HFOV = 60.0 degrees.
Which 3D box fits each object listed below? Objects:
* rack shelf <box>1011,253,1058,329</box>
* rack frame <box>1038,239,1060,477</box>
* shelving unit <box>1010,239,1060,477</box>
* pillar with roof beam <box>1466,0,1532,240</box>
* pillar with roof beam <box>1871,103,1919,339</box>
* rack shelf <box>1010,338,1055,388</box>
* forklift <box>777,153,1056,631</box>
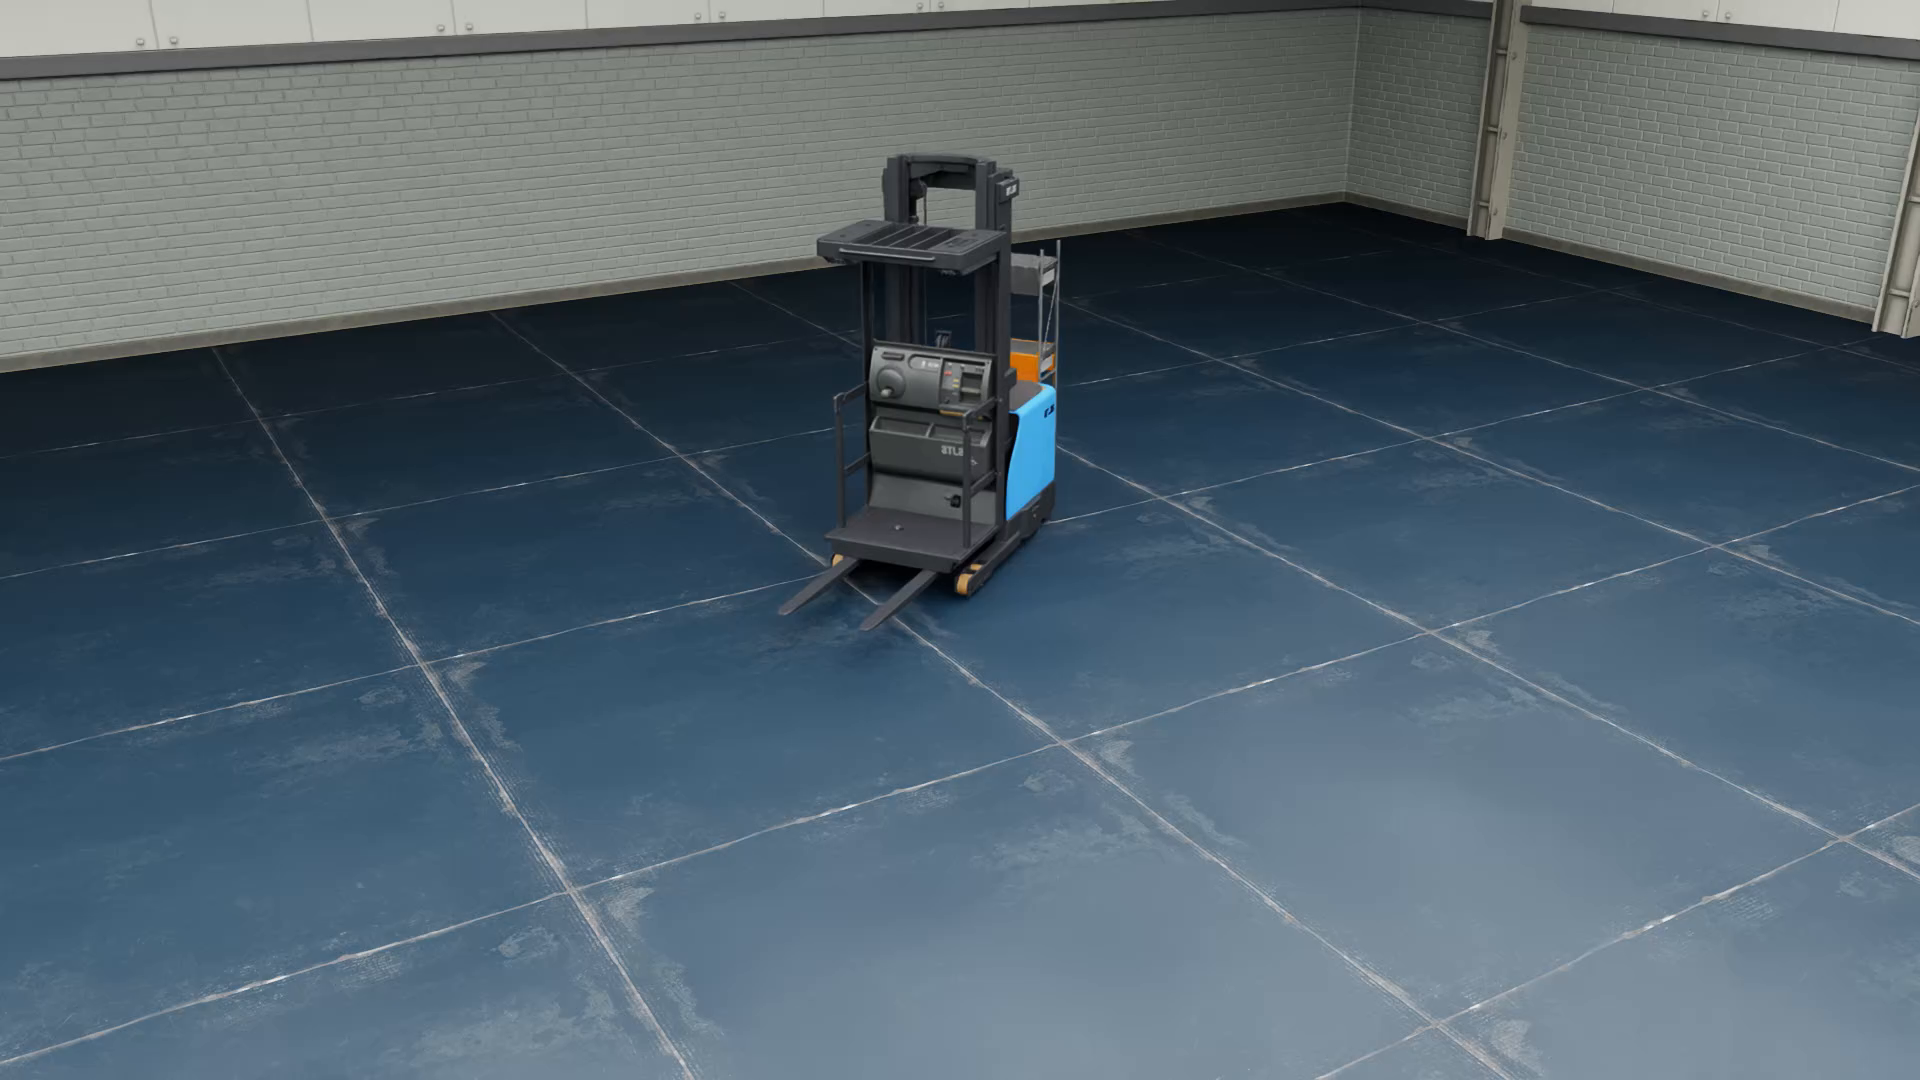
[{"bbox_3d":[0.475,-1.985,13.083,0.480,0.518,0.431,9,24,22],"label":"rack shelf"},{"bbox_3d":[0.698,-1.312,13.251,0.015,2.100,0.400,9,24,22],"label":"rack frame"},{"bbox_3d":[0.475,-1.349,13.342,0.503,2.100,0.431,9,24,22],"label":"shelving unit"},{"bbox_3d":[3.637,-7.586,19.524,9.100,9.000,0.400,-13,25,-28],"label":"pillar with roof beam"},{"bbox_3d":[6.701,-5.644,14.746,9.100,9.000,0.400,-13,25,-28],"label":"pillar with roof beam"},{"bbox_3d":[0.475,-1.336,13.347,0.480,0.518,0.431,9,24,22],"label":"rack shelf"},{"bbox_3d":[-0.297,-1.137,11.718,1.130,2.935,3.031,9,24,22],"label":"forklift"}]
